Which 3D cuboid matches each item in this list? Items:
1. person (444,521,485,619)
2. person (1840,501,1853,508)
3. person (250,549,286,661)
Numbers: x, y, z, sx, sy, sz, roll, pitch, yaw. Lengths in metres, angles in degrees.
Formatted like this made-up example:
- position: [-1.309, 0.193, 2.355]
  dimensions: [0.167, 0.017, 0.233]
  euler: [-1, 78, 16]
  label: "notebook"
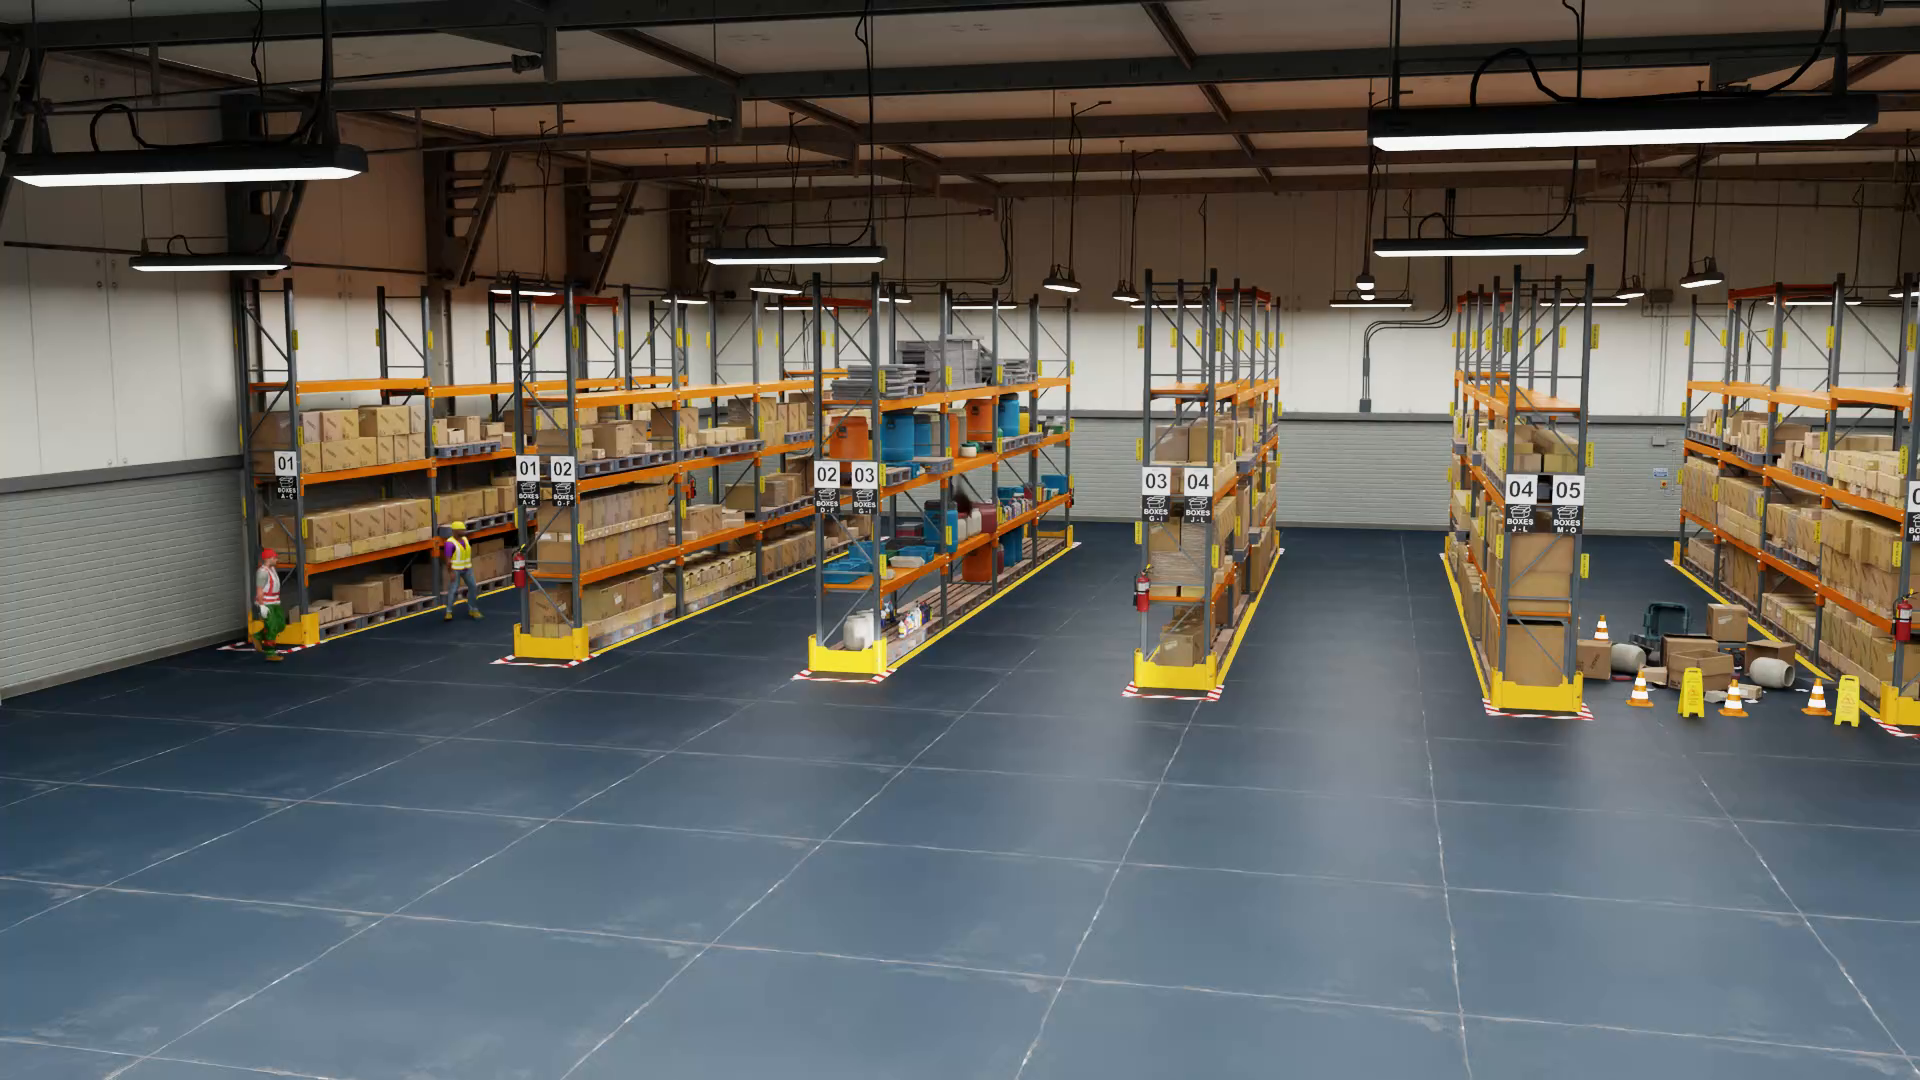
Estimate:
- position: [-8.999, 0.554, 29.962]
  dimensions: [0.468, 1.808, 0.680]
  euler: [5, 9, 38]
  label: "person"
- position: [18.860, -0.103, 35.365]
  dimensions: [0.656, 1.742, 1.037]
  euler: [-3, 7, -22]
  label: "person"
- position: [-10.879, 1.007, 25.974]
  dimensions: [0.661, 1.762, 0.610]
  euler: [2, 7, 14]
  label: "person"
